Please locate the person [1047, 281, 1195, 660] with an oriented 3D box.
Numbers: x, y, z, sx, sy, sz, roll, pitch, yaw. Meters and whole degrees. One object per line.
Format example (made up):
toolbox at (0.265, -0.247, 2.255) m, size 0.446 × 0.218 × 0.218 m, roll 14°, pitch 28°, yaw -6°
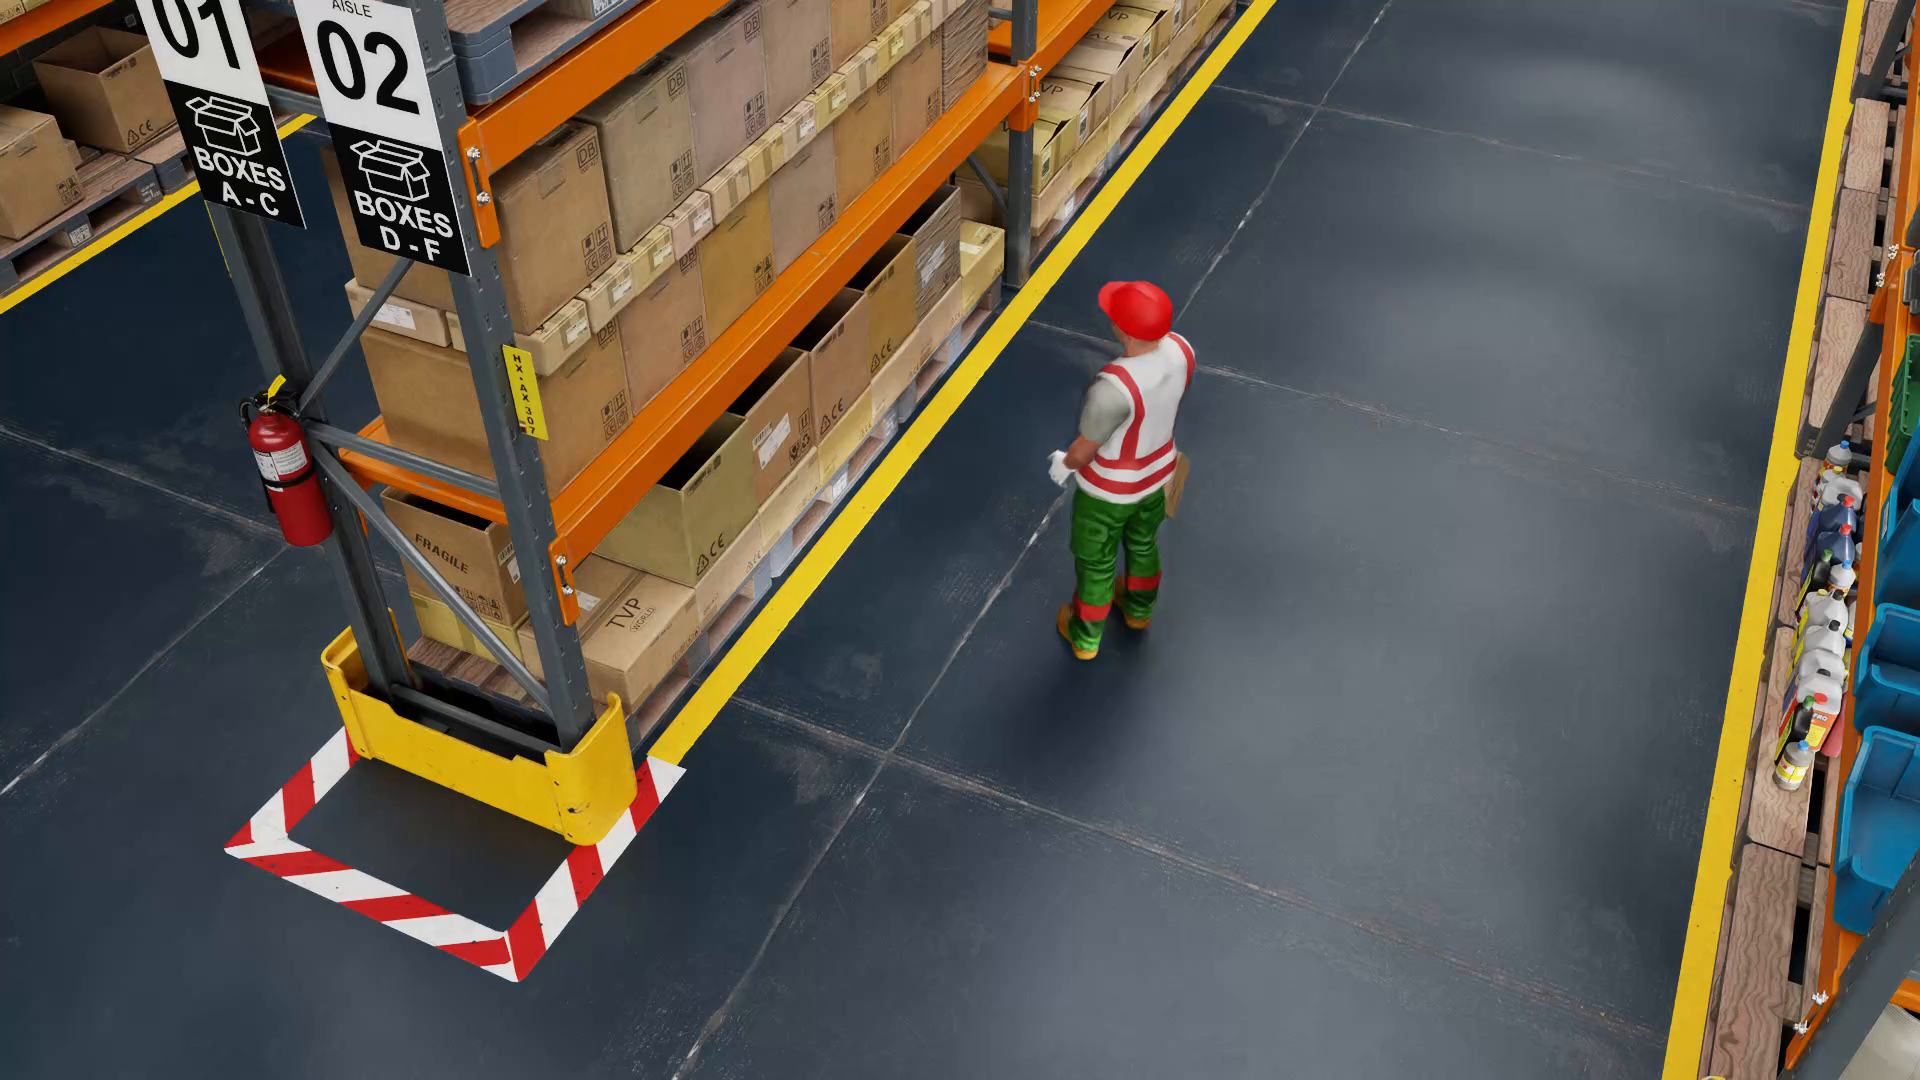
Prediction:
person at (0.614, -0.283, 6.427) m, size 0.586 × 1.799 × 0.446 m, roll -32°, pitch 51°, yaw -31°
